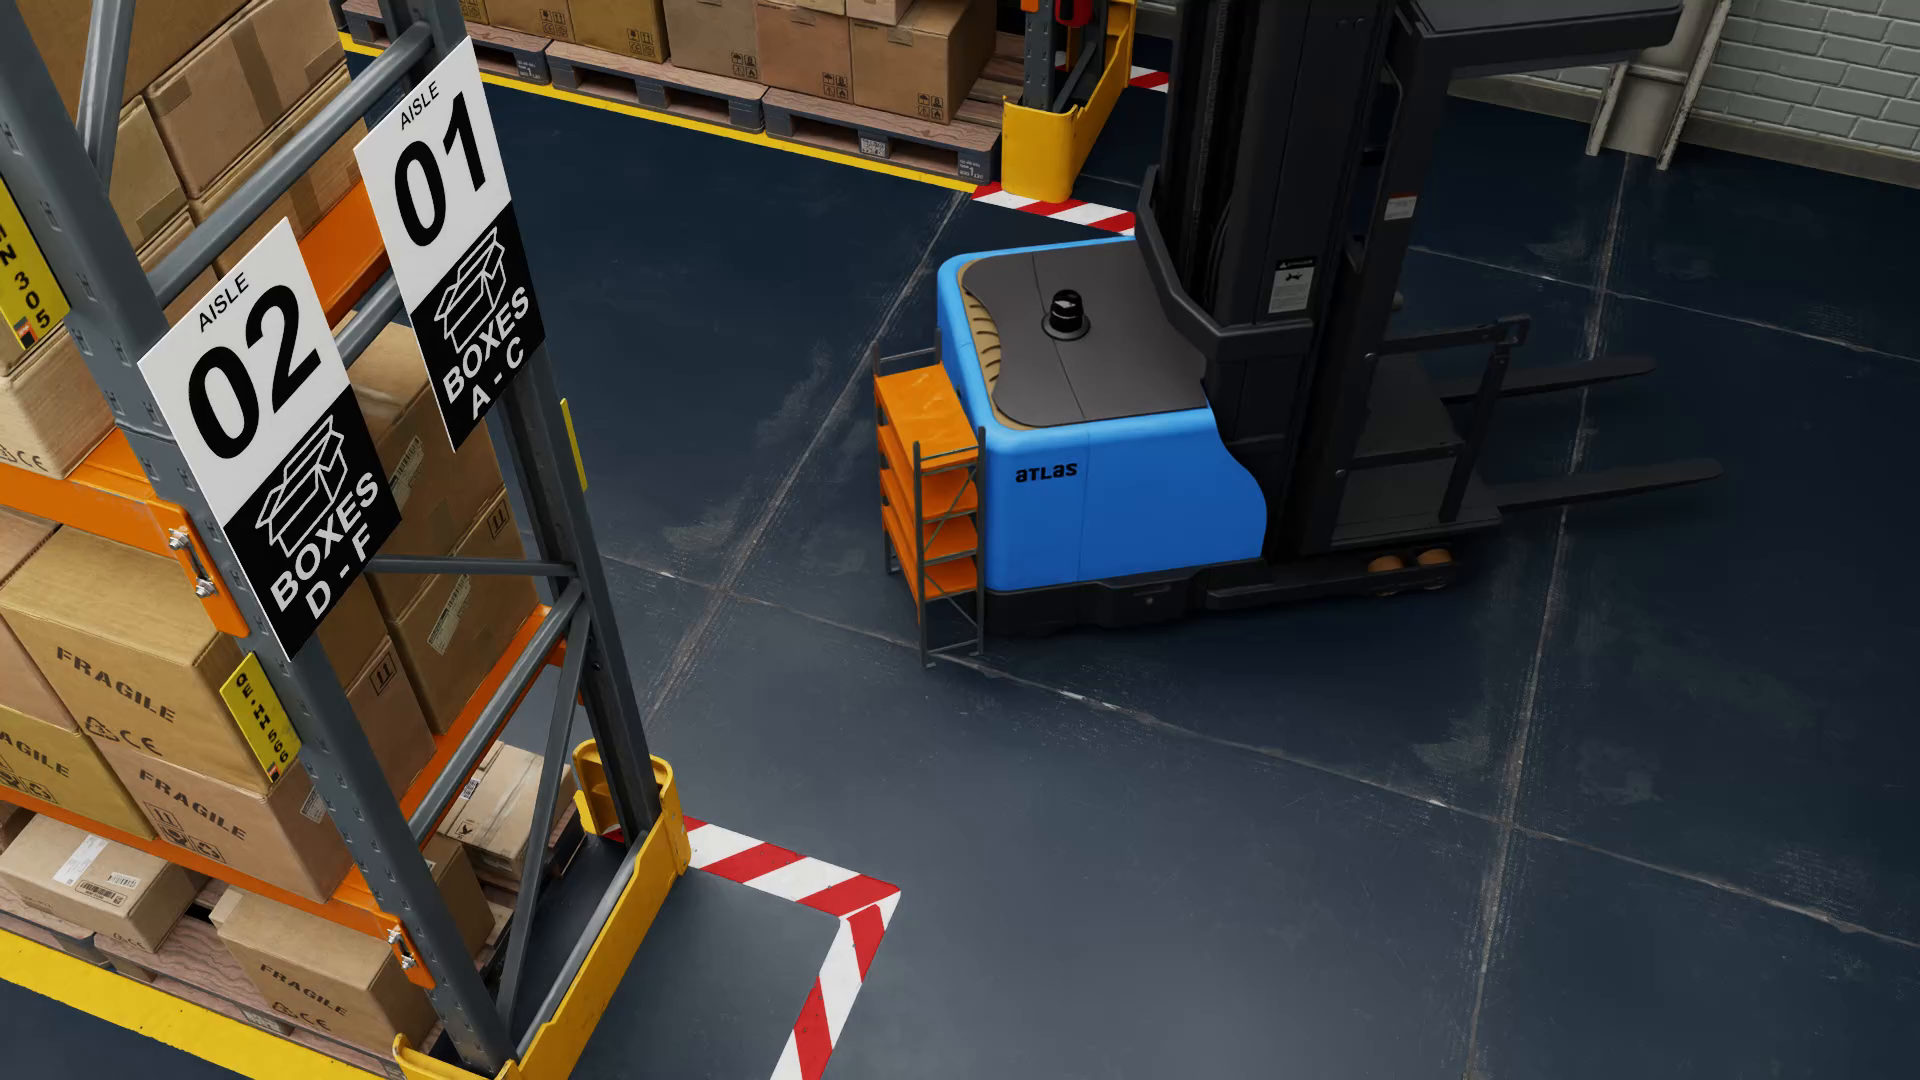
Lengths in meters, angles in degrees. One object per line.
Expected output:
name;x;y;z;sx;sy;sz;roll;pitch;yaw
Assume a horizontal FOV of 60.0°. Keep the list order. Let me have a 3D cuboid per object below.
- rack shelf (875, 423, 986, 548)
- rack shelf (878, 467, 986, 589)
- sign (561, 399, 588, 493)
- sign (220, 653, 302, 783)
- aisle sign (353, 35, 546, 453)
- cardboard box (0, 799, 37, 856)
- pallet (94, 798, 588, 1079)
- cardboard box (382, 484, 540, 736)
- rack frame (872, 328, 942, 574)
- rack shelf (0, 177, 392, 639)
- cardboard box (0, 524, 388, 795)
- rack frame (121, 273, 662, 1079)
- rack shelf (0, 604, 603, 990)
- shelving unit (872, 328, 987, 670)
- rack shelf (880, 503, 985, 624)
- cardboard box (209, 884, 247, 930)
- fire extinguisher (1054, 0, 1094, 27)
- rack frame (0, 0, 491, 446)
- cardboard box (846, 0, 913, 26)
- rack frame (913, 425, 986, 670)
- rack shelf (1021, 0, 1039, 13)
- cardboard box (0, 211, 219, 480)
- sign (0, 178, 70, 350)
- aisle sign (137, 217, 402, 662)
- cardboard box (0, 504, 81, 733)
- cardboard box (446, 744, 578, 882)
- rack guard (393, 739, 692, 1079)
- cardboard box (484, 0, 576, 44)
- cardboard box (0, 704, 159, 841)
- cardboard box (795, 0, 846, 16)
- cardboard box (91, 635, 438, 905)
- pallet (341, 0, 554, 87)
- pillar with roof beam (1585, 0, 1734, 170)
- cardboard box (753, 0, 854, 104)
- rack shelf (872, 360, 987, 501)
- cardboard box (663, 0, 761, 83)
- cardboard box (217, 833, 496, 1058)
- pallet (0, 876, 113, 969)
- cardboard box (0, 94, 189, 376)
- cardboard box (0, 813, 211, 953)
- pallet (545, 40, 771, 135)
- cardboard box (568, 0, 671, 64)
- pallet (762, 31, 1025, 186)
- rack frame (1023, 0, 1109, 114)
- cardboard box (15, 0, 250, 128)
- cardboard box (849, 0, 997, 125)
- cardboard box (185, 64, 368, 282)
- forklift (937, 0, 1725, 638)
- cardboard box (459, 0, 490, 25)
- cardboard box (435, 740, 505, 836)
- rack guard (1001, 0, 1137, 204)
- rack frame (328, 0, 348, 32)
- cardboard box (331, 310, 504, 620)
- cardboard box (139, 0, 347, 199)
rack shelf;-0.105;-0.221;5.806;0.258;0.148;0.480;-14;50;-11
rack shelf;-0.104;-0.074;5.974;0.258;0.148;0.480;-14;50;-11
sign;-1.003;-0.213;4.243;0.005;0.325;0.100;16;51;13
sign;-1.402;0.361;3.344;0.005;0.325;0.100;16;51;13
aisle sign;-1.025;-0.586;3.419;0.004;0.787;0.394;16;51;13
cardboard box;-3.179;0.570;5.499;0.637;0.503;0.797;16;51;13
pallet;-2.011;1.141;5.488;1.213;0.211;1.003;16;51;13
cardboard box;-1.516;0.120;4.462;0.500;0.500;0.500;17;51;14
rack frame;-0.178;-0.294;6.076;0.240;1.200;0.015;-14;50;-11
rack shelf;-3.067;-0.815;3.829;4.000;0.370;1.077;16;51;13
cardboard box;-1.704;0.174;3.753;0.500;0.500;0.500;15;51;13
rack frame;-1.191;0.455;4.237;0.127;3.000;1.000;16;51;13
rack shelf;-3.067;0.167;4.963;4.000;0.370;1.077;16;51;13
shelving unit;-0.105;-0.118;5.924;0.258;1.200;0.503;-14;50;-11
rack shelf;-0.103;0.056;6.124;0.258;0.148;0.480;-14;50;-11
cardboard box;-2.135;1.102;5.261;0.250;0.166;0.380;16;51;13
fire extinguisher;0.504;-2.543;7.134;0.183;0.674;0.296;16;51;13
rack frame;-1.191;-1.509;1.970;0.127;3.000;1.000;16;51;13
cardboard box;-0.353;-2.605;7.837;0.250;0.149;0.380;15;51;13
rack frame;-0.031;0.057;5.771;0.240;1.200;0.015;-14;50;-11
rack shelf;-1.354;-3.345;8.007;4.000;0.370;1.077;16;51;13
cardboard box;-1.764;-0.426;3.115;0.500;0.250;0.500;16;51;13
sign;-1.402;-0.429;2.432;0.005;0.325;0.100;16;51;13
aisle sign;-1.233;-0.161;3.051;0.004;0.787;0.394;16;51;13
cardboard box;-2.178;0.042;3.868;0.500;0.500;0.500;17;51;14
cardboard box;-1.465;0.892;5.454;0.250;0.149;0.380;16;51;13
rack guard;-1.262;1.254;5.199;0.348;0.500;1.175;16;51;13
cardboard box;-2.094;-3.021;8.626;0.500;0.500;0.700;15;51;13
cardboard box;-2.193;0.365;4.249;0.500;0.500;0.500;16;51;13
cardboard box;-0.593;-2.672;7.894;0.250;0.149;0.380;17;51;14
cardboard box;-1.706;0.498;4.134;0.500;0.500;0.500;17;51;14
pallet;-2.544;-2.937;9.022;1.213;0.211;1.003;16;51;13
pillar with roof beam;1.863;-1.876;2.288;0.400;9.000;9.100;16;51;13
cardboard box;-0.639;-2.619;8.278;0.500;0.500;0.700;15;51;13
rack shelf;-0.106;-0.376;5.627;0.258;0.148;0.480;-14;50;-11
cardboard box;-1.111;-2.751;8.392;0.500;0.500;0.700;14;51;12
cardboard box;-1.786;1.162;4.987;0.500;0.500;0.500;16;51;13
pallet;-3.151;0.820;5.766;1.213;0.211;1.003;16;51;13
cardboard box;-1.761;-0.595;2.931;0.500;0.250;0.500;16;51;13
cardboard box;-2.667;0.974;5.316;0.500;0.250;0.500;16;51;13
pallet;-1.396;-2.618;8.746;1.213;0.211;1.003;16;51;13
cardboard box;-1.613;-2.885;8.508;0.500;0.500;0.700;17;51;14
pallet;-0.255;-2.298;8.468;1.213;0.211;1.003;16;51;13
rack frame;0.522;-3.057;7.281;0.127;3.000;1.000;16;51;13
cardboard box;-1.679;-1.010;2.794;0.500;0.500;0.700;16;51;13
cardboard box;-0.169;-2.488;8.164;0.500;0.500;0.700;16;51;13
cardboard box;-1.585;-0.793;3.433;0.500;0.250;0.500;16;51;13
forklift;1.468;-1.133;5.659;3.031;2.935;1.130;-8;50;-7
cardboard box;-2.564;-3.155;8.742;0.500;0.500;0.700;16;51;14
cardboard box;-1.699;0.821;5.504;0.250;0.166;0.380;16;51;13
rack guard;0.545;-2.232;8.220;0.348;0.500;1.175;16;51;13
rack frame;-3.230;-4.104;8.189;0.127;3.000;1.000;16;51;13
cardboard box;-1.516;-0.208;4.084;0.500;0.500;0.500;17;51;14
cardboard box;-1.583;-0.961;3.248;0.500;0.250;0.500;16;51;13
